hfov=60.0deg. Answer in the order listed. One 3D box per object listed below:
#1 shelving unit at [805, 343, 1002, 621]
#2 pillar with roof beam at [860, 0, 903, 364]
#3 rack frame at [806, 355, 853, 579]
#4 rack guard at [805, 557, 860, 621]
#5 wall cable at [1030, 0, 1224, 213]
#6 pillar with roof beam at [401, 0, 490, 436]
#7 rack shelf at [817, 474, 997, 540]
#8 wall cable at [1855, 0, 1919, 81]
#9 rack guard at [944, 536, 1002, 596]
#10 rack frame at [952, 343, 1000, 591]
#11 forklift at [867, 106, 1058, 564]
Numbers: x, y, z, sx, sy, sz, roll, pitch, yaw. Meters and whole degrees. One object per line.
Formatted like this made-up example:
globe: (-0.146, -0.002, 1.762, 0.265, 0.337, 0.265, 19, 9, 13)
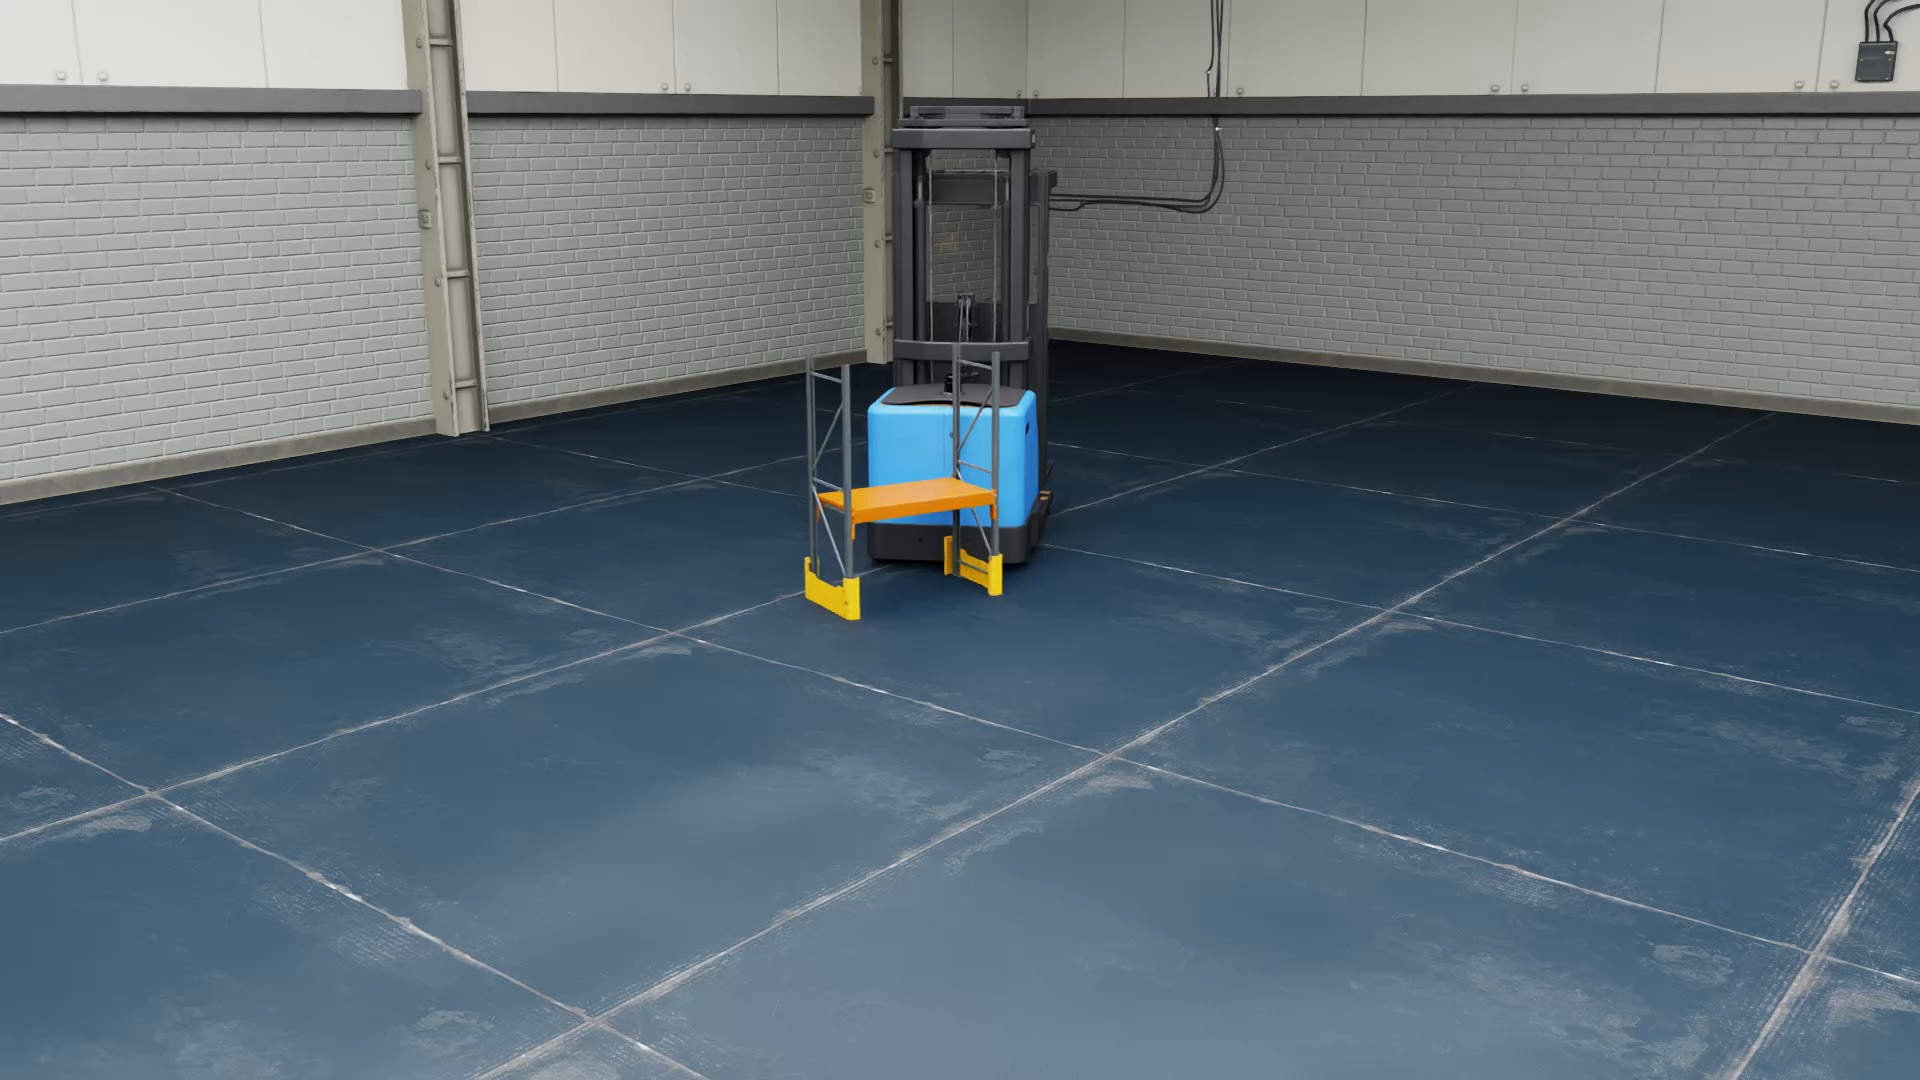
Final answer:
shelving unit: (-0.345, -0.382, 10.082, 1.083, 1.500, 0.587, -9, 17, -30)
pillar with roof beam: (2.443, -5.864, 16.428, 9.100, 9.000, 0.400, 11, 18, 38)
rack frame: (-0.770, -0.318, 9.828, 0.032, 1.500, 0.500, -9, 17, -30)
rack guard: (-0.769, 0.288, 9.983, 0.087, 0.250, 0.587, -9, 17, -30)
wall cable: (1.974, -5.384, 20.849, 3.097, 2.526, 0.112, 11, 18, 38)
pillar with roof beam: (-1.328, -4.715, 11.905, 9.100, 9.000, 0.400, 11, 18, 38)
rack shelf: (-0.337, -0.209, 10.130, 1.000, 0.185, 0.538, -9, 17, -30)
wall cable: (9.348, -7.066, 14.253, 2.305, 6.003, 0.169, 11, 18, 38)
rack guard: (0.079, 0.159, 10.488, 0.087, 0.250, 0.587, -9, 17, -30)
rack frame: (0.096, -0.449, 10.344, 0.032, 1.500, 0.500, -9, 17, -30)
forklift: (0.106, -1.582, 11.897, 1.130, 2.935, 3.031, 2, 14, 8)
